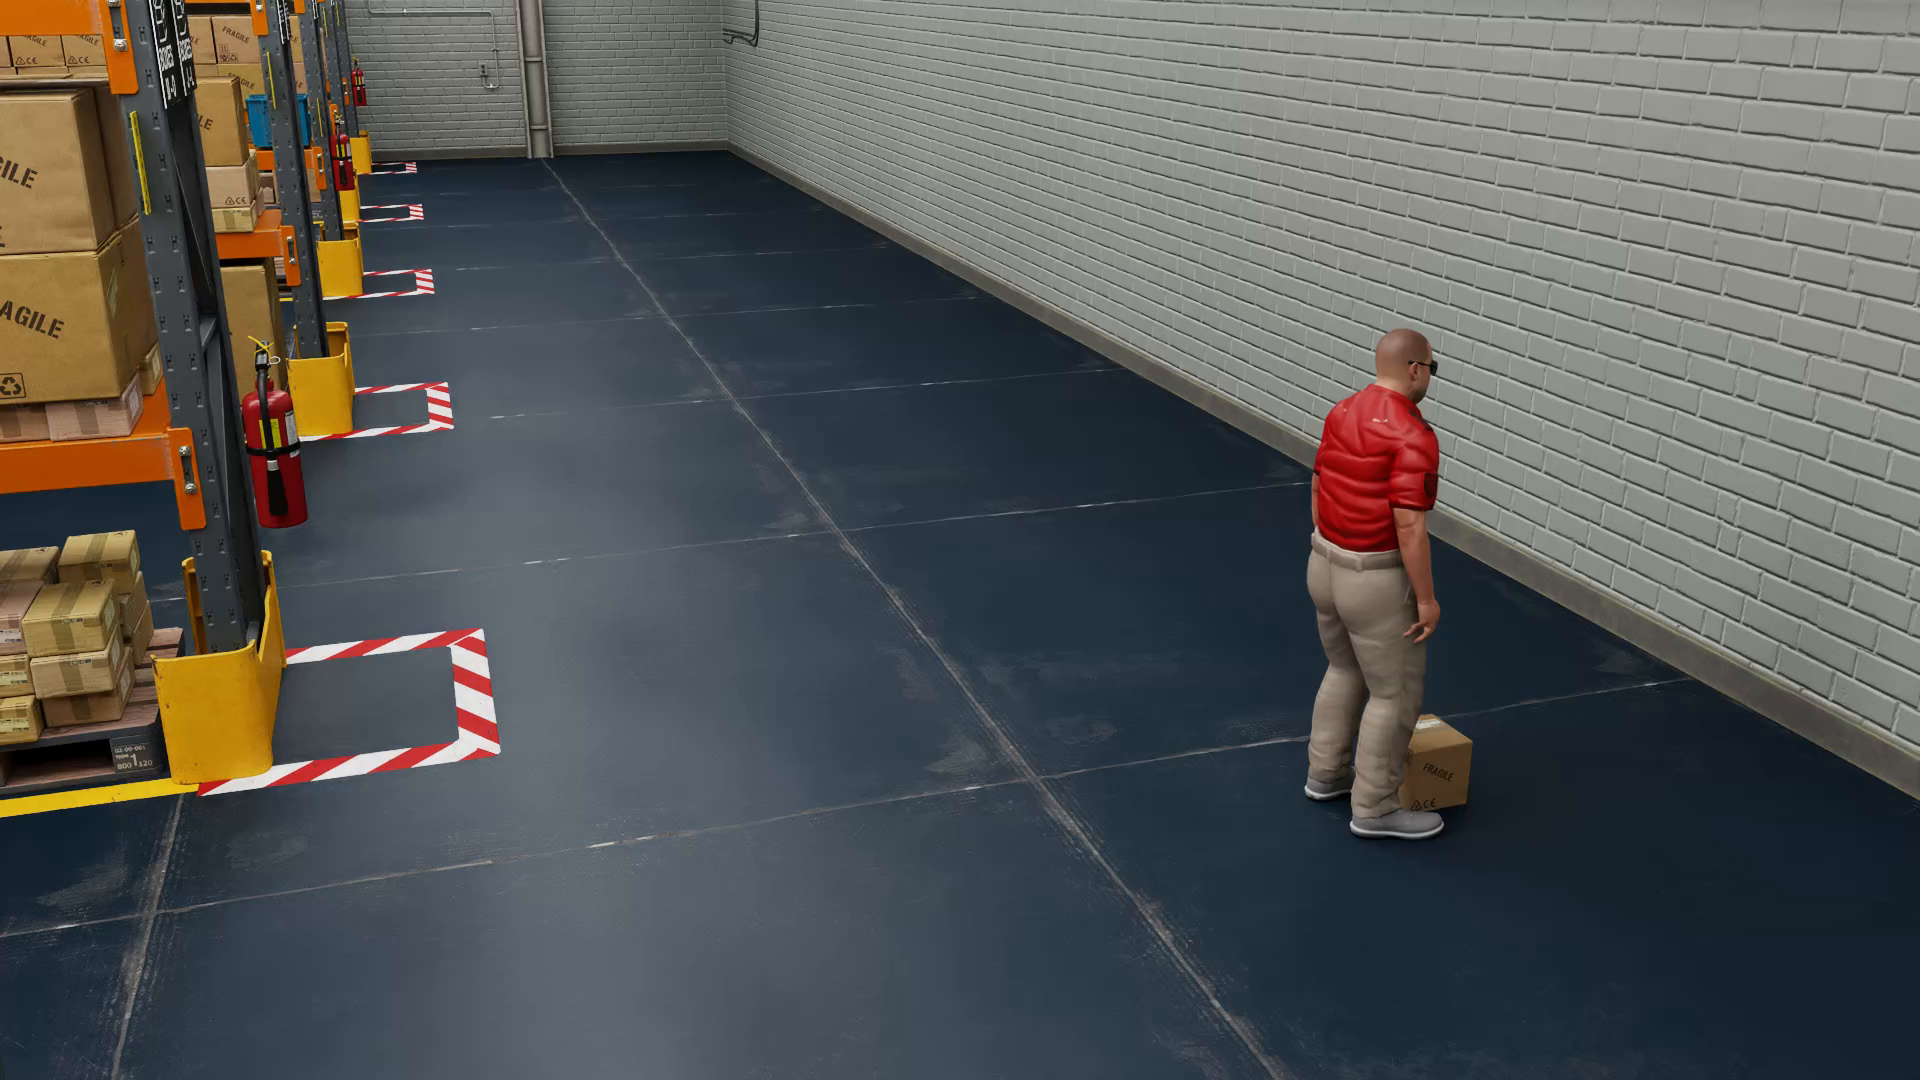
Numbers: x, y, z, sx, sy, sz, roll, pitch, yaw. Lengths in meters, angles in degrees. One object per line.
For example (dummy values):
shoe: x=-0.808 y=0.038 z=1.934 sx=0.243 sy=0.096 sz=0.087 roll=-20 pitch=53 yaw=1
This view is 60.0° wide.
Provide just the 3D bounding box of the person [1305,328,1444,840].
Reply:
person: x=1.418 y=0.140 z=5.685 sx=0.394 sy=1.726 sz=0.604 roll=-7 pitch=20 yaw=-21
